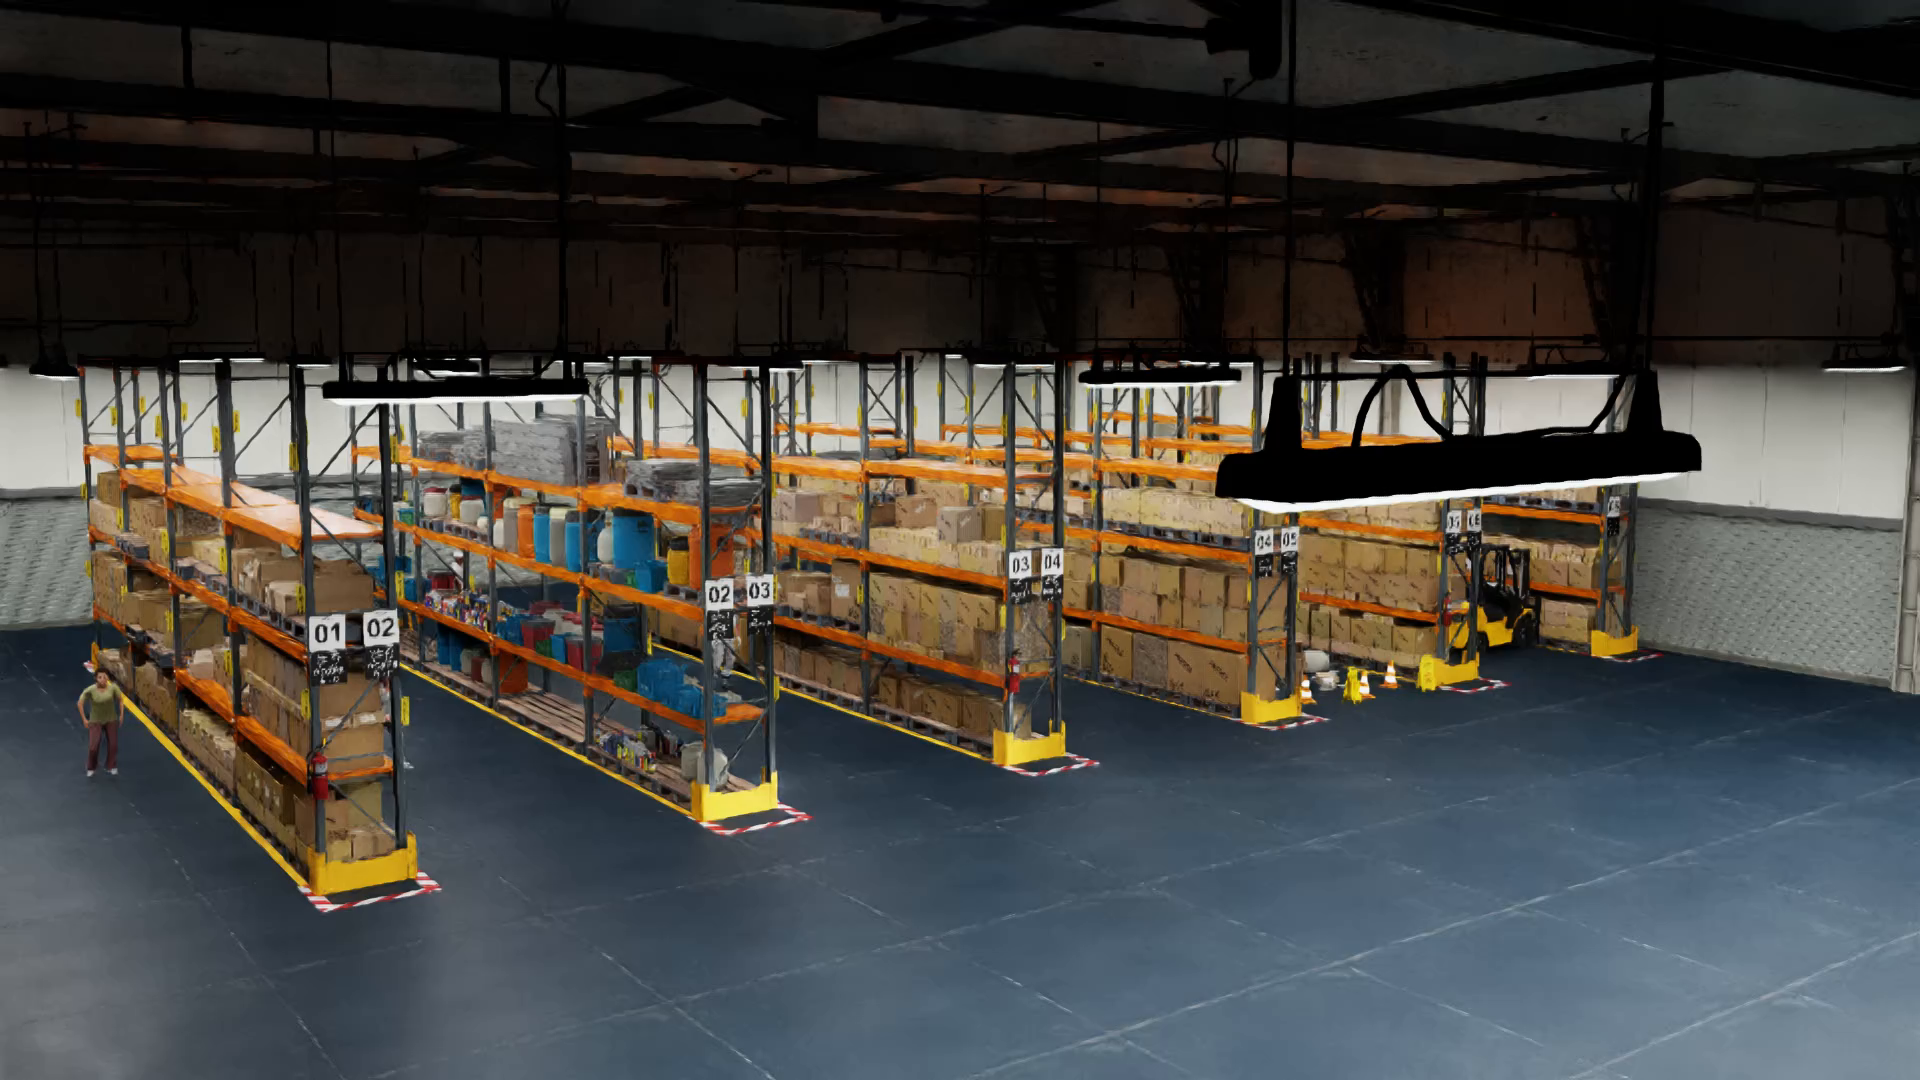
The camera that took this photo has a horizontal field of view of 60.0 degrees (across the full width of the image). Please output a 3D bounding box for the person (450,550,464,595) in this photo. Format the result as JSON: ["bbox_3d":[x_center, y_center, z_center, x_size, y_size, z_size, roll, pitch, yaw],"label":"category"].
[{"bbox_3d":[-10.796,1.093,35.846,0.414,1.767,0.650,-2,7,-18],"label":"person"}]

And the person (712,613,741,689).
[{"bbox_3d":[-4.267,1.839,30.031,0.678,1.741,0.546,-5,9,-36],"label":"person"}]

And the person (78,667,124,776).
[{"bbox_3d":[-12.415,2.624,24.067,0.598,1.617,0.503,-5,9,-37],"label":"person"}]

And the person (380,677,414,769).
[{"bbox_3d":[-8.469,2.612,24.369,0.786,1.525,0.554,5,9,36],"label":"person"}]
